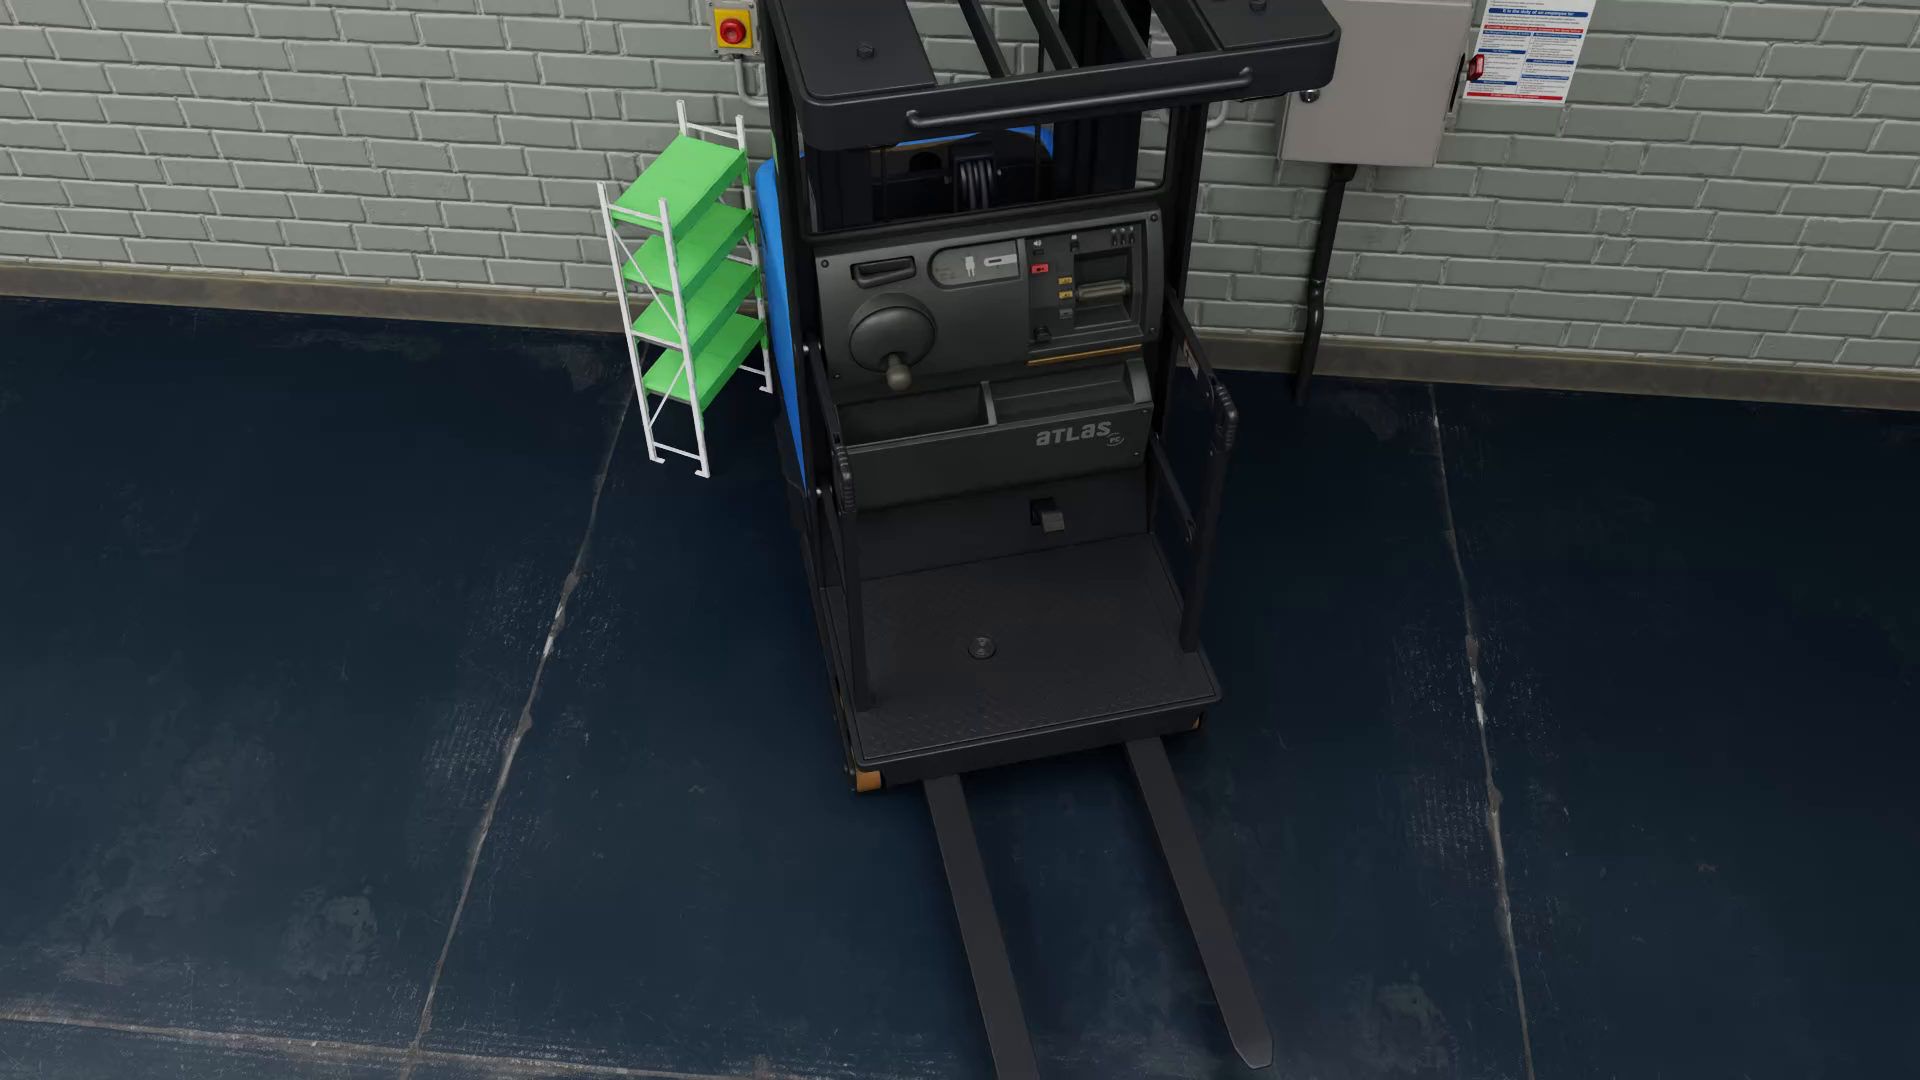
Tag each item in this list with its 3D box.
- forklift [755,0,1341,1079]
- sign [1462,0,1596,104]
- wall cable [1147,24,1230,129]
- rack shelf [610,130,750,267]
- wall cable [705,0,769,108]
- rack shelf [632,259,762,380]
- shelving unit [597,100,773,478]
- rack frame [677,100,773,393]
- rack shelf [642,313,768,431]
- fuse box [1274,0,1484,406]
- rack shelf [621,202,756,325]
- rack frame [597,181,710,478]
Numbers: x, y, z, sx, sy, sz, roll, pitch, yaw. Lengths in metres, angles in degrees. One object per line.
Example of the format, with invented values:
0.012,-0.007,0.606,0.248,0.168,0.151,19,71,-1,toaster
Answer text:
0.137,-0.540,4.258,1.130,2.935,3.031,-9,48,-9,forklift
1.805,-1.599,5.244,0.329,0.494,0.001,4,48,4,sign
0.629,-2.017,4.873,0.588,1.984,0.122,4,48,4,wall cable
-0.911,-1.112,5.390,0.258,0.148,0.480,18,50,16,rack shelf
-0.784,-2.114,4.941,0.585,1.953,0.123,4,48,4,wall cable
-0.911,-0.788,5.744,0.258,0.148,0.480,18,50,16,rack shelf
-0.911,-0.831,5.697,0.258,1.200,0.503,18,50,16,shelving unit
-0.814,-0.996,5.848,0.240,1.200,0.015,18,50,16,rack frame
-0.911,-0.626,5.921,0.258,0.148,0.480,18,50,16,rack shelf
1.294,-1.078,5.576,0.539,1.711,0.414,4,48,4,fuse box
-0.911,-0.950,5.567,0.258,0.148,0.480,18,50,16,rack shelf
-1.008,-0.666,5.546,0.240,1.200,0.015,18,50,16,rack frame
